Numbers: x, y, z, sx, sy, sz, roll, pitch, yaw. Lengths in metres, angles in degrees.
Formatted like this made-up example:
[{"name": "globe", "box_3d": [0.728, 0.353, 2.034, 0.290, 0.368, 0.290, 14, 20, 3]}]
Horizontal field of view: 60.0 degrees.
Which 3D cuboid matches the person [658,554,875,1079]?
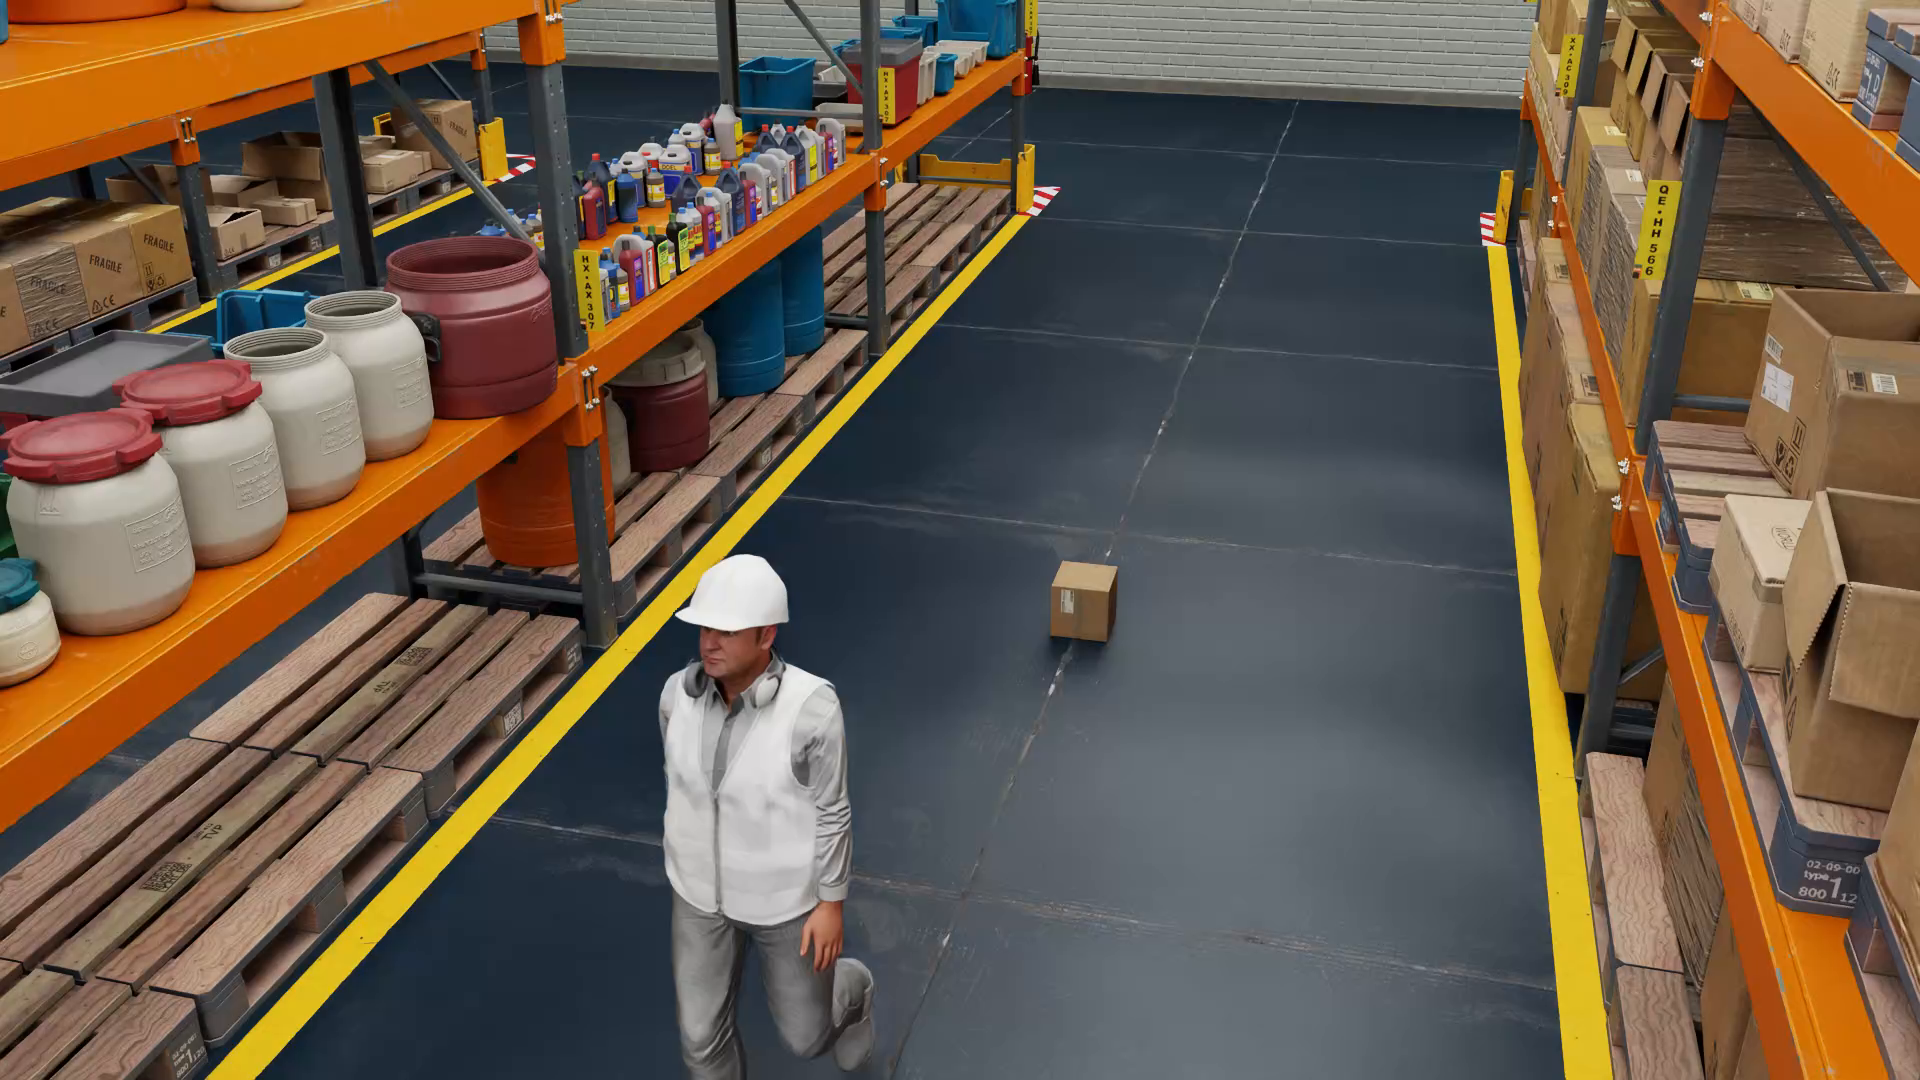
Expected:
[{"name": "person", "box_3d": [-0.510, 0.844, 4.249, 0.531, 1.750, 0.786, 8, 26, 17]}]
